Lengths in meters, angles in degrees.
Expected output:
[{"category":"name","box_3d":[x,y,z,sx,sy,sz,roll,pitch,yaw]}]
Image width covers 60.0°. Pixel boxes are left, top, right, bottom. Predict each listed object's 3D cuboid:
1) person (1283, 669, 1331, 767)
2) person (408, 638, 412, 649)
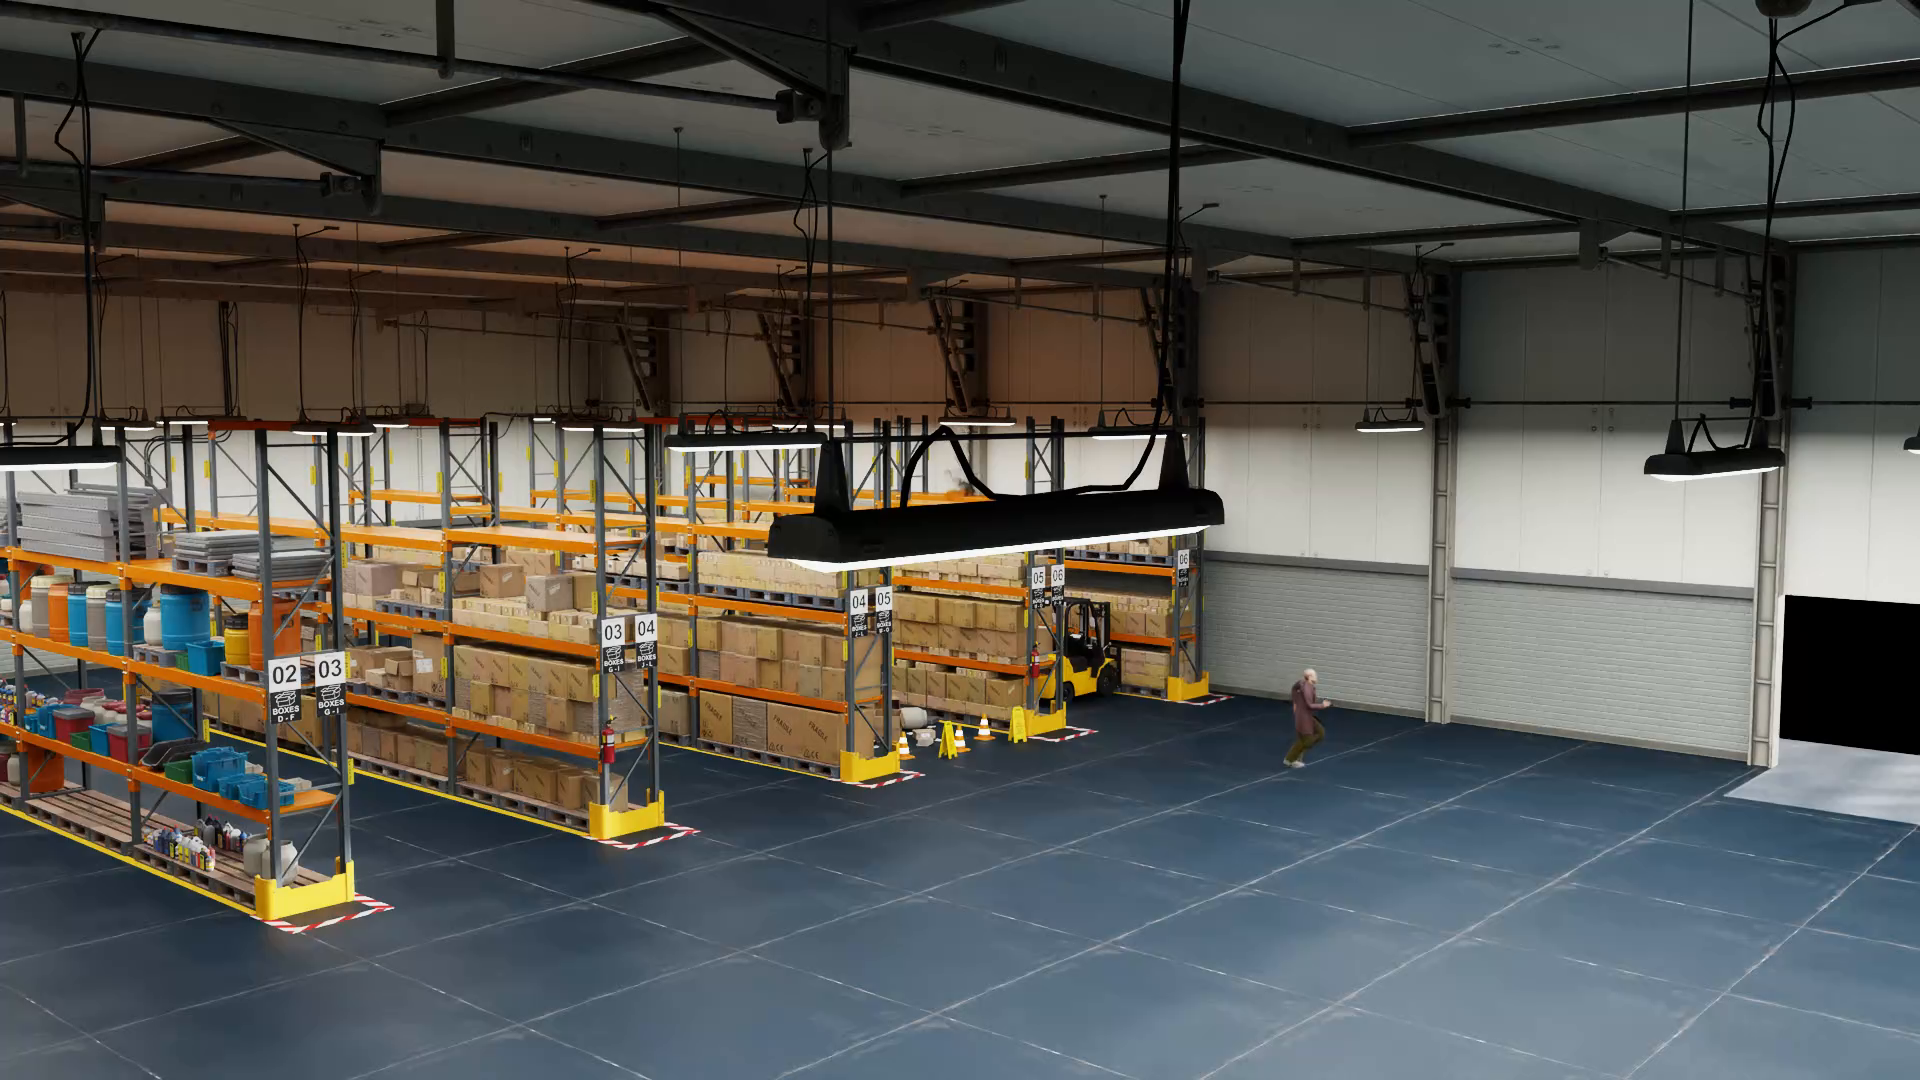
[{"category":"person","box_3d":[5.995,3.071,28.698,0.794,1.728,0.759,1,5,12]},{"category":"person","box_3d":[-13.202,2.143,40.583,0.559,1.686,0.769,4,6,37]}]
